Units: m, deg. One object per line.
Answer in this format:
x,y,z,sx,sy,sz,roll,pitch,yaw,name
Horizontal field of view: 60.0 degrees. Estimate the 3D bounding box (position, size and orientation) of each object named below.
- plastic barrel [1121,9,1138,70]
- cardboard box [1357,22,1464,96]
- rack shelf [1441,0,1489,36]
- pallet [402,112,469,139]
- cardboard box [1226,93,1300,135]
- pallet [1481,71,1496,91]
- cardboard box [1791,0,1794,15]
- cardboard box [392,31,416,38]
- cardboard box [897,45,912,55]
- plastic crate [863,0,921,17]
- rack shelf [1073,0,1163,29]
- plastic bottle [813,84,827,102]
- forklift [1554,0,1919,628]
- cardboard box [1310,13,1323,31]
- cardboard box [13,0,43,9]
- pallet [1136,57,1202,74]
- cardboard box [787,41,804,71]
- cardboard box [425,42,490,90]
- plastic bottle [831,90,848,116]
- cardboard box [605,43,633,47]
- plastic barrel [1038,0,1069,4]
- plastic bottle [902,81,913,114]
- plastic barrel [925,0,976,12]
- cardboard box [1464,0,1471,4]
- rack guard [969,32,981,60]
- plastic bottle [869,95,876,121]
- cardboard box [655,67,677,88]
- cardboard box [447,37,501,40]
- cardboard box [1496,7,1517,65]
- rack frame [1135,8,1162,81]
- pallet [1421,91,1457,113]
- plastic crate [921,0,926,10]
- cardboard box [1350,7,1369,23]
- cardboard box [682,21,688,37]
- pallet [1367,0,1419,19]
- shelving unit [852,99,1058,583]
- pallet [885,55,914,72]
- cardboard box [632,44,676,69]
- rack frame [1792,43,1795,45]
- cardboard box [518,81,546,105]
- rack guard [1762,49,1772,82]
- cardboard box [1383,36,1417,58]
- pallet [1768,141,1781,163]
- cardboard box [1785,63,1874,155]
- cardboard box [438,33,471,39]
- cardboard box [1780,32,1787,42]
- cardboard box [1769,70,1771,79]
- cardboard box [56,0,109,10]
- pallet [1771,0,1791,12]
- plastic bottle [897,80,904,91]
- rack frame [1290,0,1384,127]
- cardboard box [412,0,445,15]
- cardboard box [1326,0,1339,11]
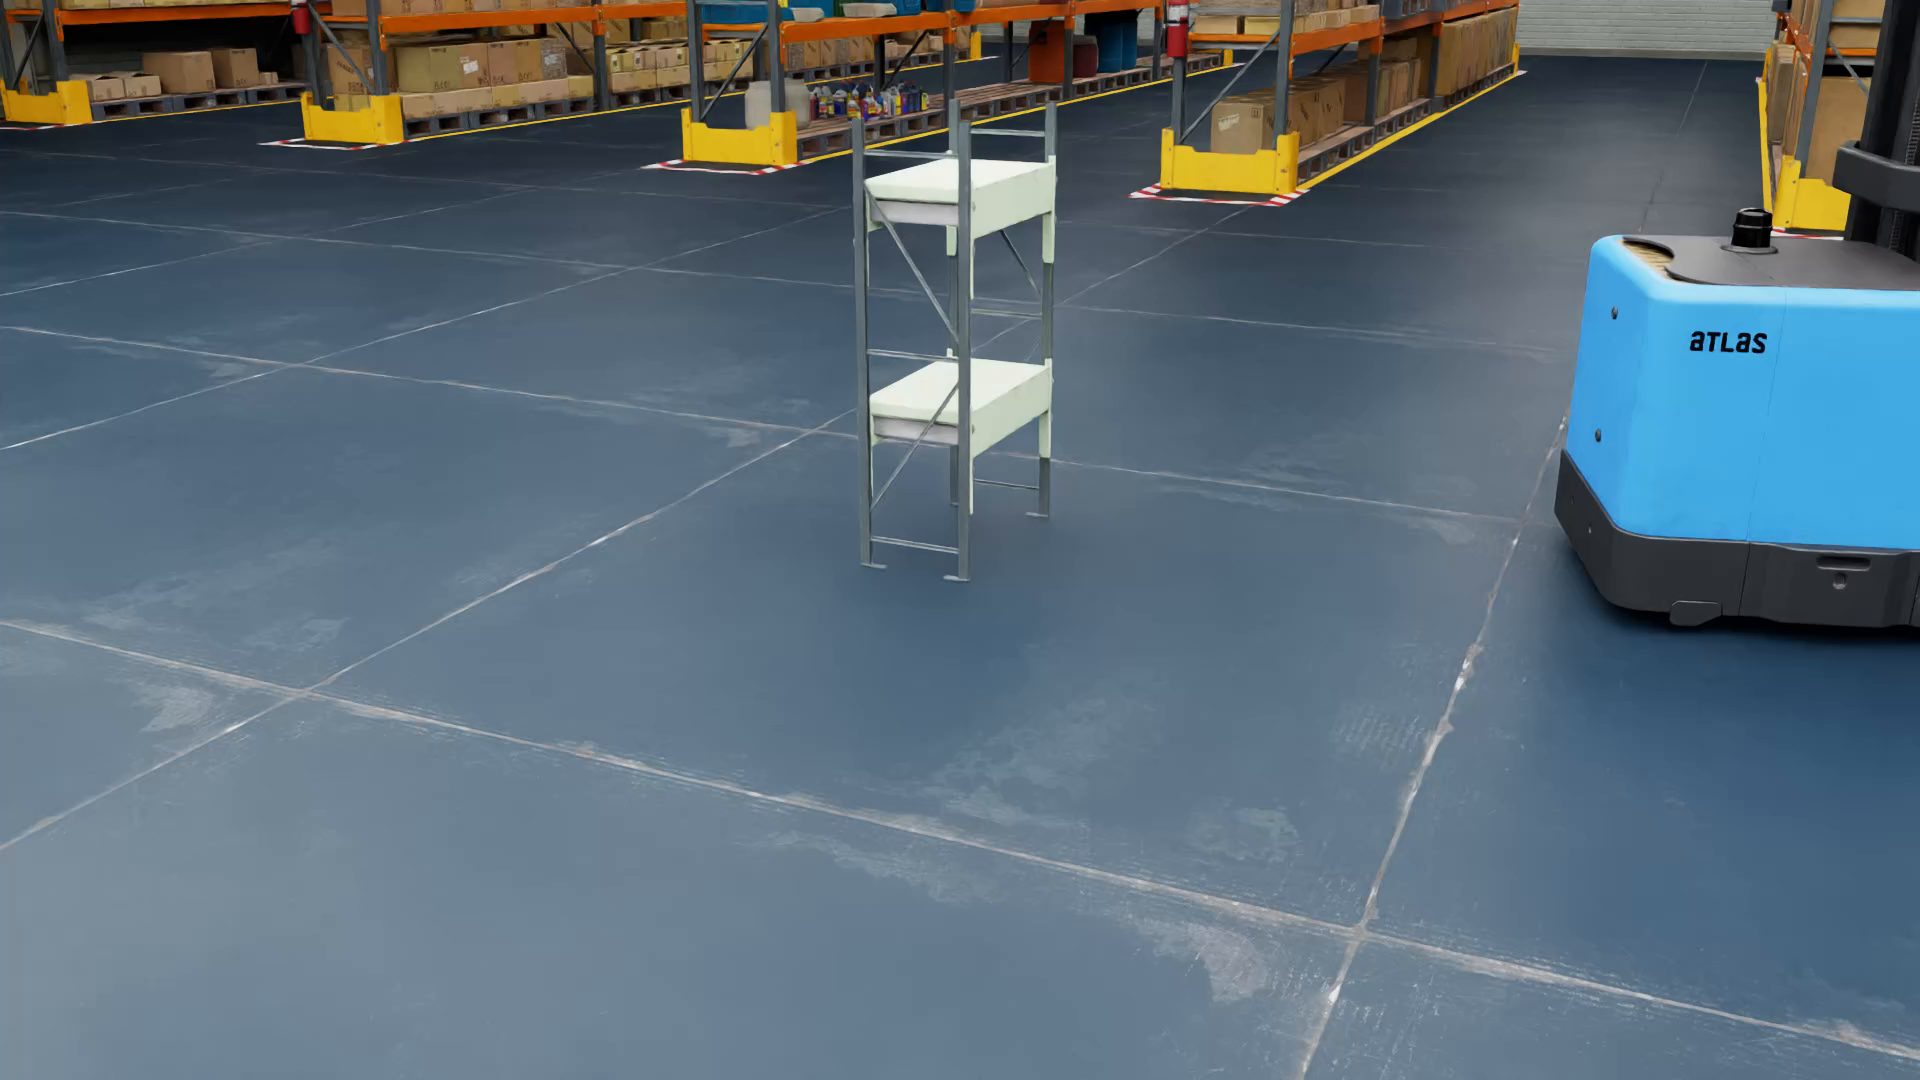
2.490,-7.890,26.183,0.600,0.901,0.708,9,21,23,plastic barrel
5.911,-6.347,21.884,1.225,0.875,0.875,8,21,20,cardboard box
6.428,-7.215,22.853,1.077,0.370,4.000,9,21,23,rack shelf
-6.428,-4.783,19.103,1.003,0.211,1.213,9,21,23,pallet
2.818,-3.893,15.543,0.500,0.500,0.500,15,25,37,cardboard box
7.630,-7.073,25.543,1.003,0.211,1.213,9,21,23,pallet
9.457,-6.022,18.277,0.500,0.500,0.500,8,21,22,cardboard box
-8.692,-7.814,25.418,0.500,0.250,0.500,8,21,22,cardboard box
-1.075,-8.762,29.703,0.380,0.166,0.250,9,21,23,cardboard box
-0.753,-5.954,18.455,0.499,0.251,0.616,9,21,23,plastic crate
1.909,-7.895,24.764,1.077,0.370,4.000,9,21,23,rack shelf
-1.584,-4.924,18.635,0.144,0.351,0.185,10,22,25,plastic bottle
3.587,-1.194,4.953,3.031,2.935,1.130,3,20,8,forklift
3.096,-4.736,15.184,0.380,0.149,0.250,9,21,23,cardboard box
-11.209,-6.644,20.369,0.500,0.250,0.500,9,21,23,cardboard box
3.492,-8.135,28.530,1.003,0.211,1.213,9,21,23,pallet
-2.771,-7.593,25.917,0.500,0.500,0.500,8,21,21,cardboard box
-5.884,-5.554,19.468,0.500,0.500,0.500,9,21,23,cardboard box
-1.363,-4.933,18.772,0.152,0.276,0.135,9,21,23,plastic bottle
-4.747,-6.722,23.033,0.500,0.311,0.500,8,21,23,cardboard box
1.177,-7.503,22.386,0.600,0.536,0.708,9,21,23,plastic barrel
-0.627,-5.063,19.027,0.144,0.351,0.185,7,21,20,plastic bottle
-0.113,-6.712,19.618,0.600,0.901,0.708,9,21,23,plastic barrel
6.679,-7.568,22.625,0.500,0.500,0.500,9,21,23,cardboard box
-0.182,-9.548,32.069,1.175,0.500,0.348,9,21,23,rack guard
-0.977,-4.745,18.250,0.097,0.271,0.097,0,20,0,plastic bottle
-4.254,-6.387,22.927,0.500,0.250,0.500,8,21,21,cardboard box
-5.950,-5.931,20.528,0.500,0.500,0.500,9,21,23,cardboard box
8.696,-8.378,27.595,0.875,0.875,0.875,9,21,23,cardboard box
2.728,-8.845,26.363,1.000,3.000,0.127,9,21,23,rack frame
6.001,-5.859,22.130,1.003,0.211,1.213,9,21,23,pallet
-0.628,-6.620,20.010,0.402,0.464,0.583,9,21,23,plastic crate
3.882,-5.260,16.658,0.380,0.149,0.250,9,21,23,cardboard box
-5.489,-9.749,32.008,0.700,0.500,0.500,9,22,24,cardboard box
4.417,-5.843,18.208,1.003,0.211,1.213,9,21,23,pallet
-0.003,-0.705,5.712,0.431,1.500,0.755,9,21,23,shelving unit
-1.507,-8.422,29.335,1.003,0.211,1.213,9,21,23,pallet
-4.248,-6.650,22.830,0.500,0.311,0.500,8,21,21,cardboard box
10.093,-6.231,19.013,1.000,3.000,0.127,9,21,23,rack frame
-5.461,-5.504,20.447,0.500,0.250,0.500,9,21,23,cardboard box
13.338,-7.476,26.243,1.175,0.500,0.348,9,21,23,rack guard
5.362,-6.116,20.646,0.500,0.250,0.500,10,22,25,cardboard box
8.702,-3.941,16.734,1.003,0.211,1.213,9,21,23,pallet
7.393,-3.468,13.788,0.875,0.875,0.875,8,21,22,cardboard box
-8.195,-7.784,26.453,0.700,0.500,0.500,9,21,23,cardboard box
10.971,-6.475,21.682,0.500,0.250,0.500,9,22,24,cardboard box
12.004,-6.792,24.217,0.380,0.149,0.250,9,21,23,cardboard box
-10.734,-6.580,20.189,0.500,0.250,0.500,8,21,21,cardboard box
10.287,-6.373,19.699,1.213,0.211,1.003,9,21,23,pallet
-0.680,-5.142,19.247,0.144,0.351,0.185,9,21,23,plastic bottle
3.971,-5.720,17.575,1.000,3.000,0.127,9,21,23,rack frame
-6.289,-6.207,18.795,0.700,0.500,0.500,9,22,24,cardboard box
3.138,-5.316,15.847,0.875,0.500,0.500,9,21,23,cardboard box
